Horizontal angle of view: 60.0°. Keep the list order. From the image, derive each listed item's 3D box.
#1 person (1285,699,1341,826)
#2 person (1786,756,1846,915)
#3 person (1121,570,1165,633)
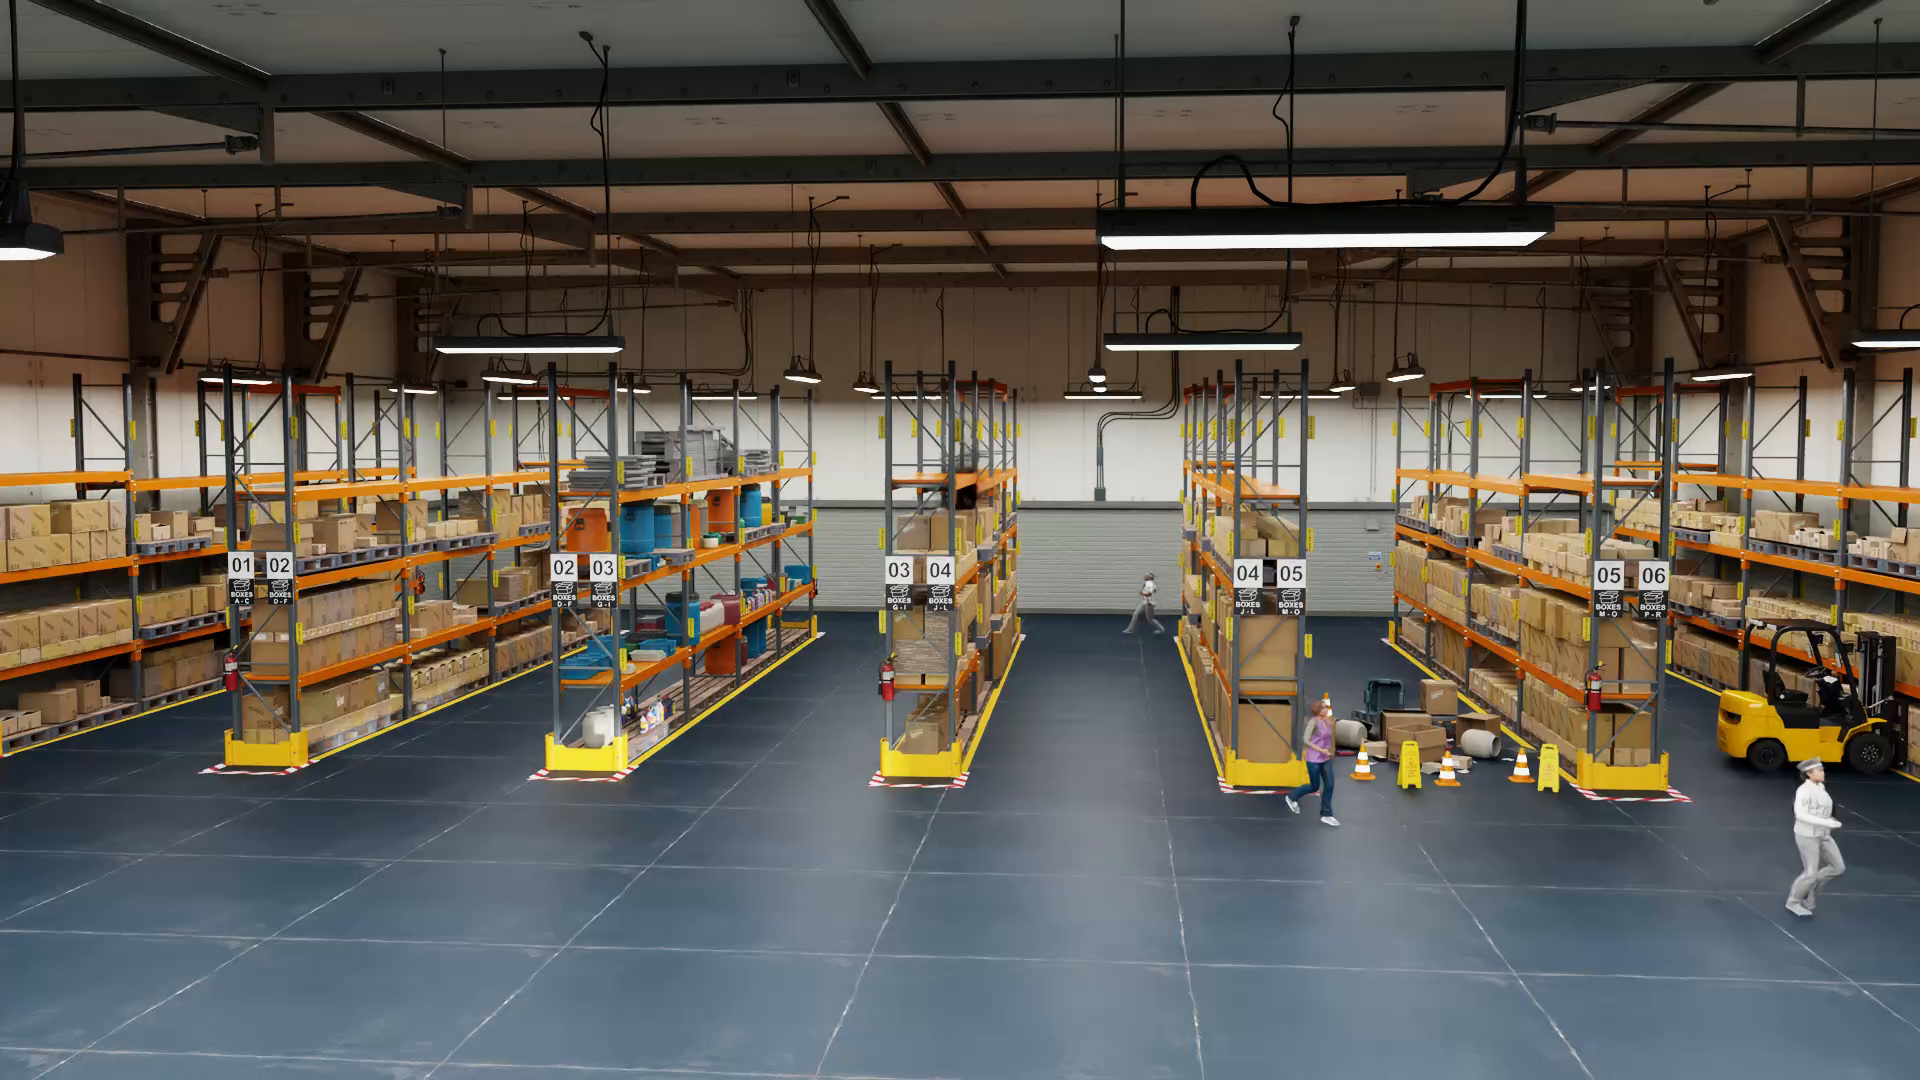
[{"bbox_3d":[4.525,2.820,21.238,0.787,1.592,0.543,4,5,44],"label":"person"},{"bbox_3d":[8.782,3.036,17.048,0.671,1.669,0.562,-3,5,-39],"label":"person"},{"bbox_3d":[4.520,1.524,40.619,1.050,1.563,0.677,0,4,-7],"label":"person"}]
